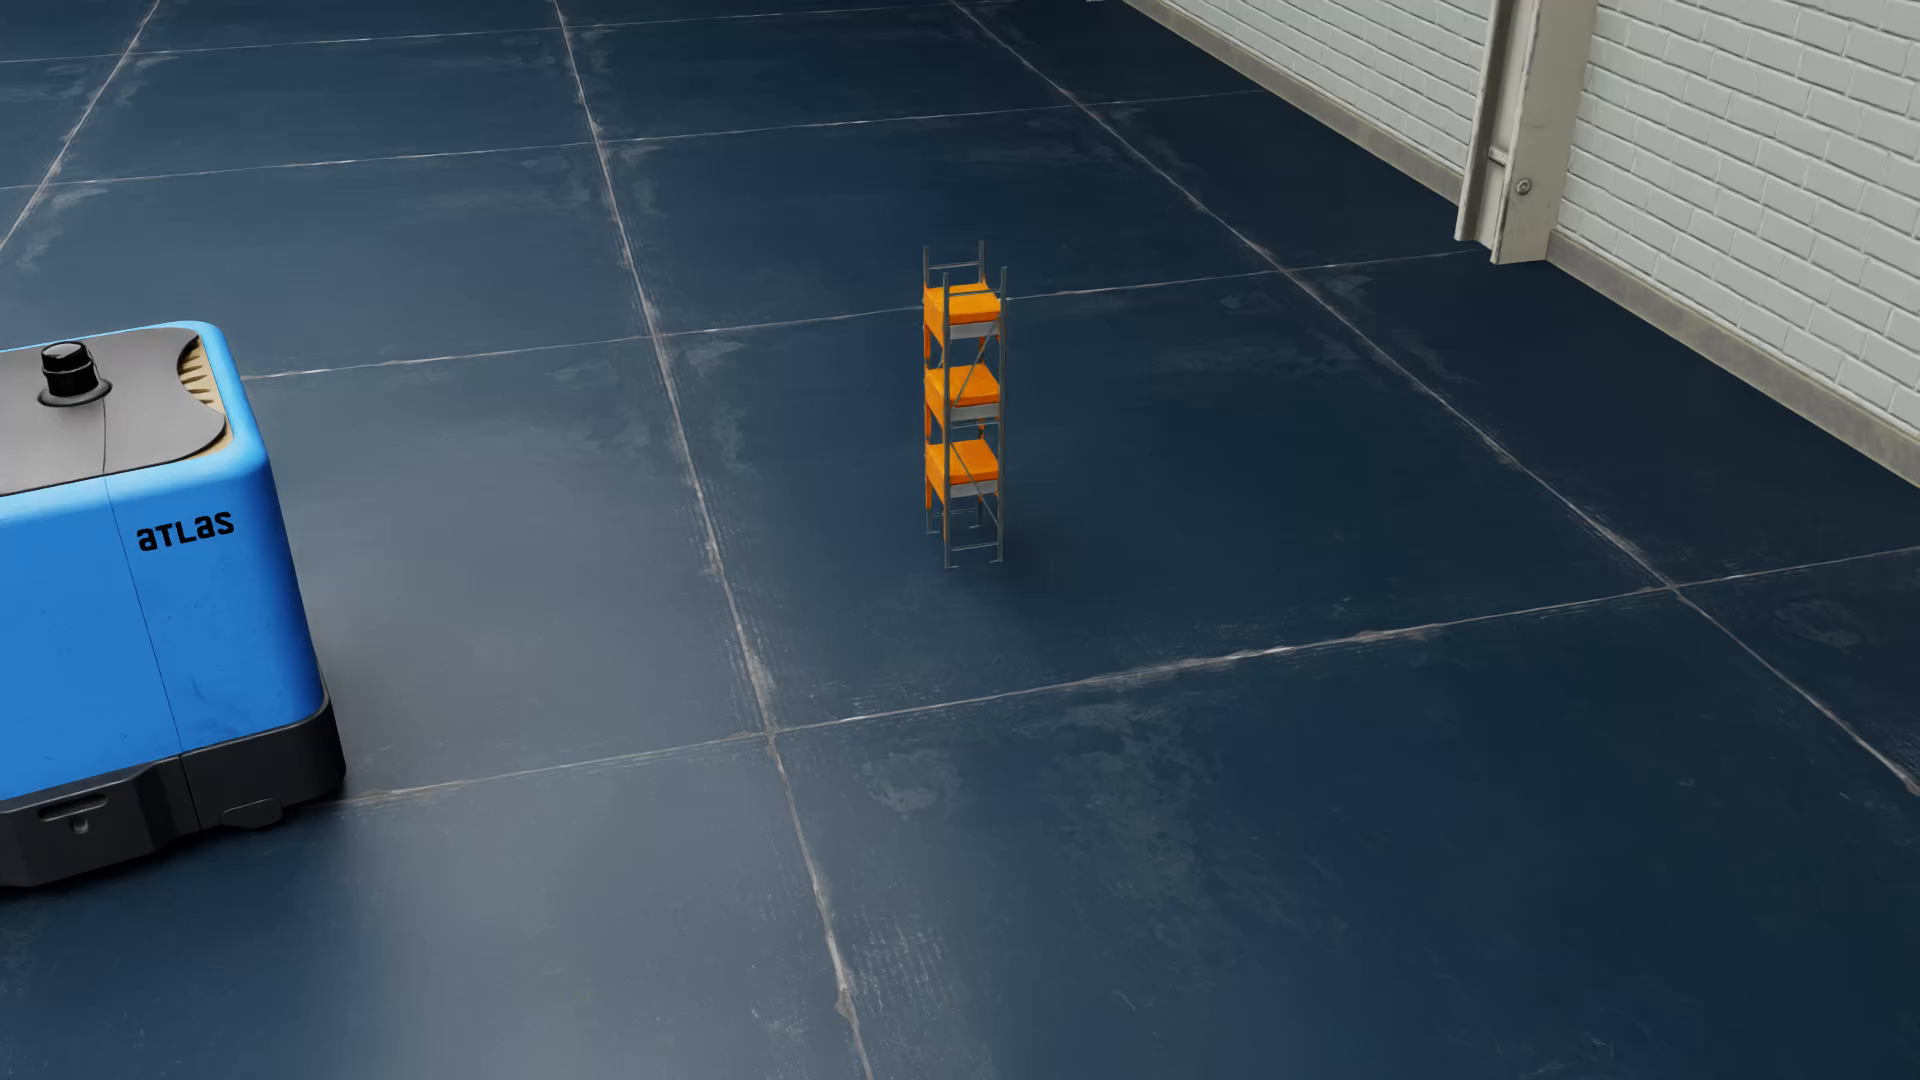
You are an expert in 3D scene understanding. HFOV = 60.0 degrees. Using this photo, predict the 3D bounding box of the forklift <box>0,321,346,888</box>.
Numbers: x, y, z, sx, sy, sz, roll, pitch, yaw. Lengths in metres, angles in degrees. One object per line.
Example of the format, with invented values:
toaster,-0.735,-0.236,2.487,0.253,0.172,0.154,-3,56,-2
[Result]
forklift,-3.212,-0.421,3.552,3.031,2.935,1.130,-15,33,-24

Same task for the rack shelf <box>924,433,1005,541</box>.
rack shelf,0.014,-0.179,5.587,0.215,0.259,0.240,-8,31,-13

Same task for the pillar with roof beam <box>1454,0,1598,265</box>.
pillar with roof beam,-1.461,-4.773,5.013,9.100,9.000,0.400,-8,31,-13

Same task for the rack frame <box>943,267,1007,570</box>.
rack frame,0.047,-0.370,5.341,0.200,1.050,0.008,-8,31,-13

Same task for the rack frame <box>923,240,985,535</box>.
rack frame,-0.018,-0.487,5.544,0.200,1.050,0.008,-8,31,-13

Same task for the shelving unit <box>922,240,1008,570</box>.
shelving unit,0.014,-0.429,5.442,0.215,1.050,0.252,-8,31,-13

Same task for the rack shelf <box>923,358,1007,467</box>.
rack shelf,0.014,-0.419,5.448,0.215,0.259,0.240,-8,31,-13

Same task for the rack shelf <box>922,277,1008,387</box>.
rack shelf,0.014,-0.665,5.306,0.215,0.259,0.240,-8,31,-13
